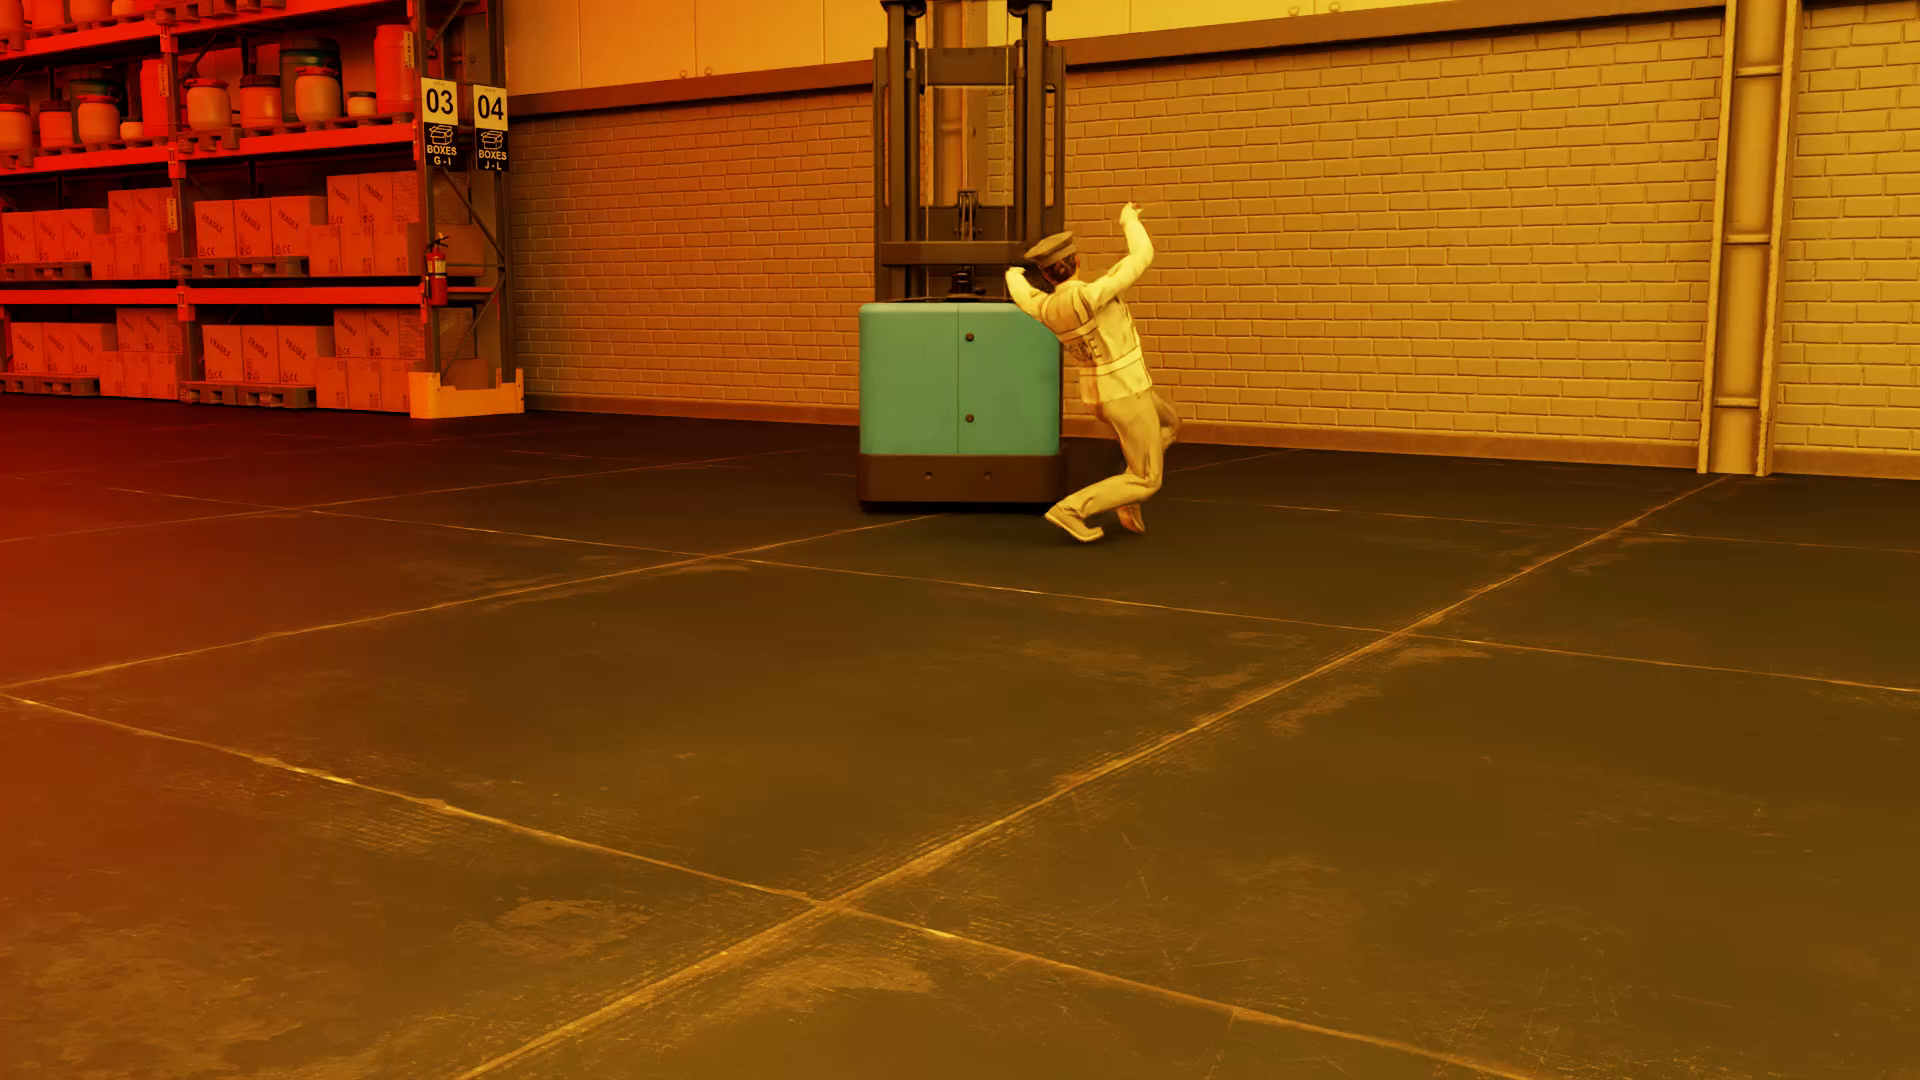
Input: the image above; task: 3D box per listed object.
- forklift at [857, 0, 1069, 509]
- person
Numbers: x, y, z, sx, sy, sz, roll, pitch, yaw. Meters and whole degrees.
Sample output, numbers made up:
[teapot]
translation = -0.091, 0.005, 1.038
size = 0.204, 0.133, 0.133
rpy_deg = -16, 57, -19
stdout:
[forklift]
translation = 0.066, -1.784, 9.741
size = 1.130, 2.935, 3.031
rpy_deg = 0, 8, 3
[person]
translation = 0.623, -0.775, 7.748
size = 0.824, 1.541, 1.022
rpy_deg = -3, 9, -19
